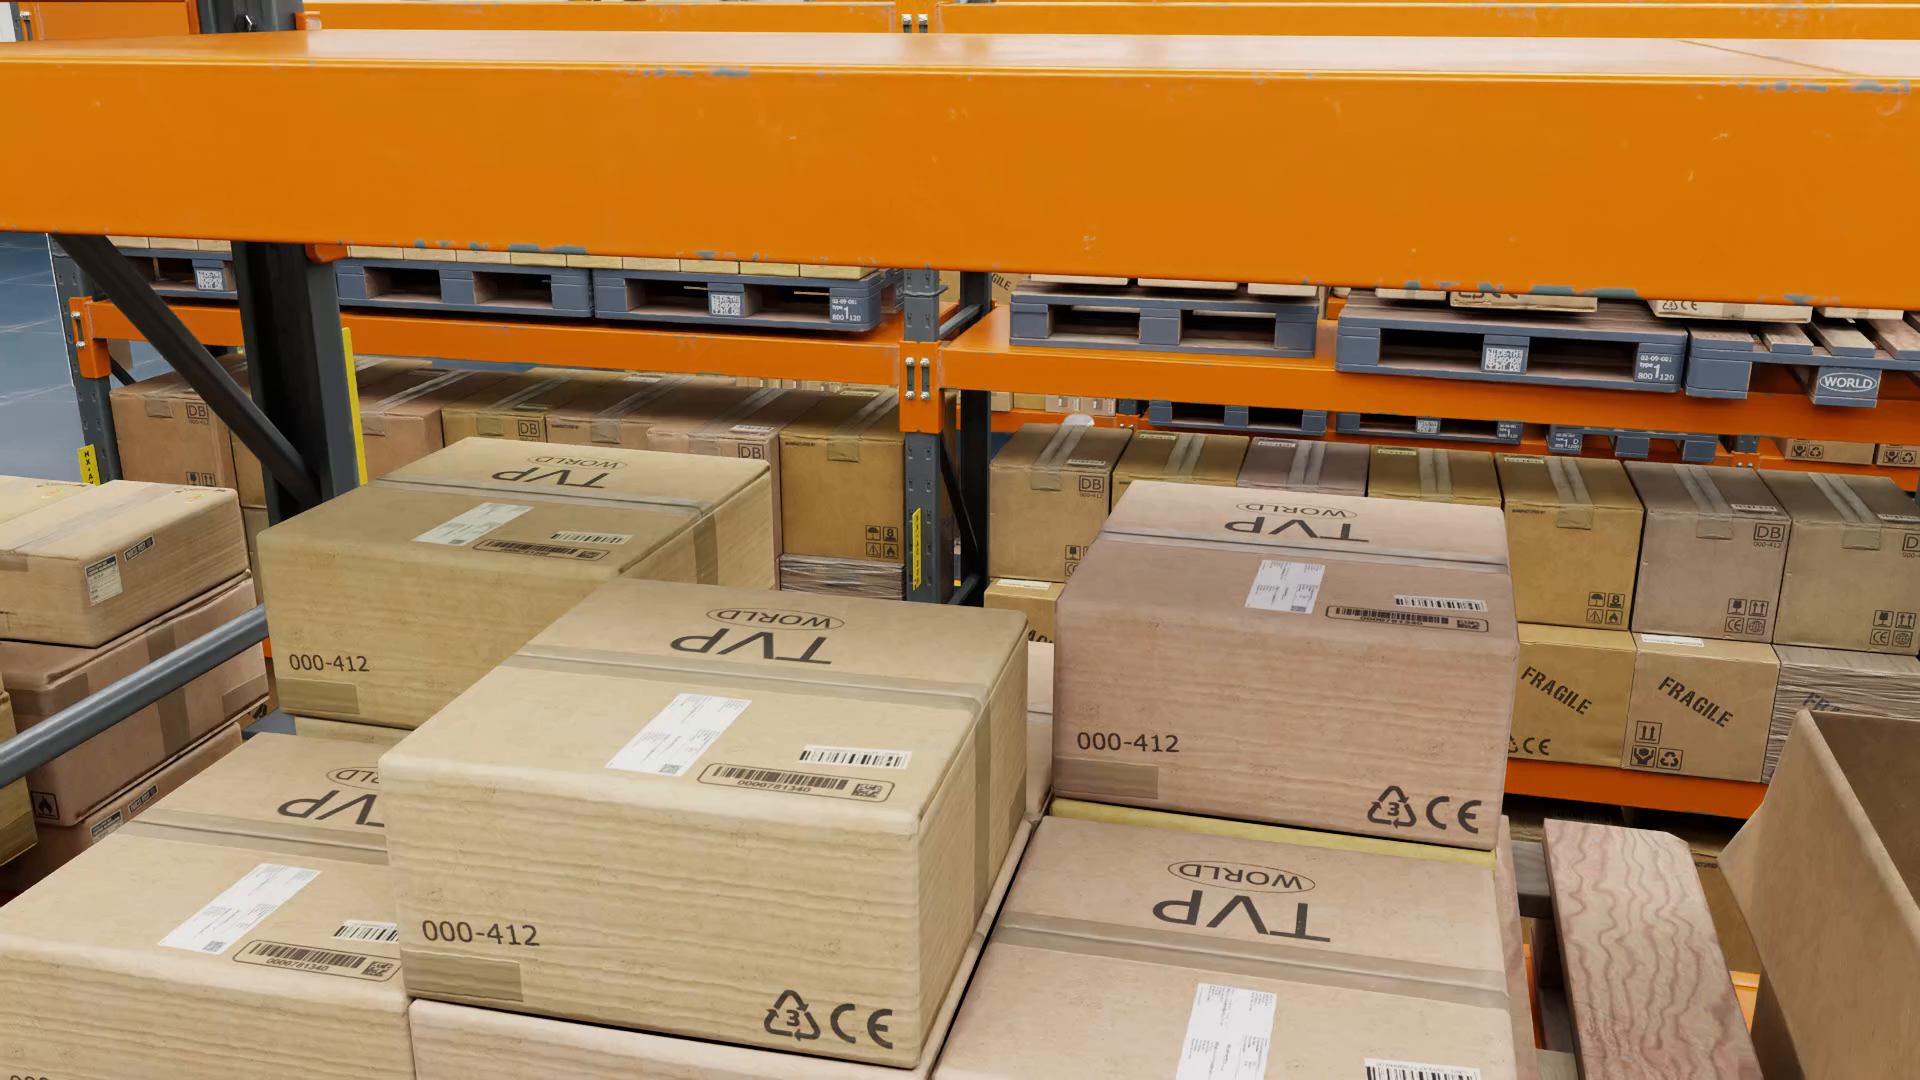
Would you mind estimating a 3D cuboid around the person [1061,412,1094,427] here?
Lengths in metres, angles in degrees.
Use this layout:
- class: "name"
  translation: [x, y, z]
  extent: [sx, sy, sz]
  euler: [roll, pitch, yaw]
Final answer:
- class: "person"
  translation: [0.722, 0.017, 10.490]
  extent: [0.405, 1.687, 0.487]
  euler: [7, 20, 19]
